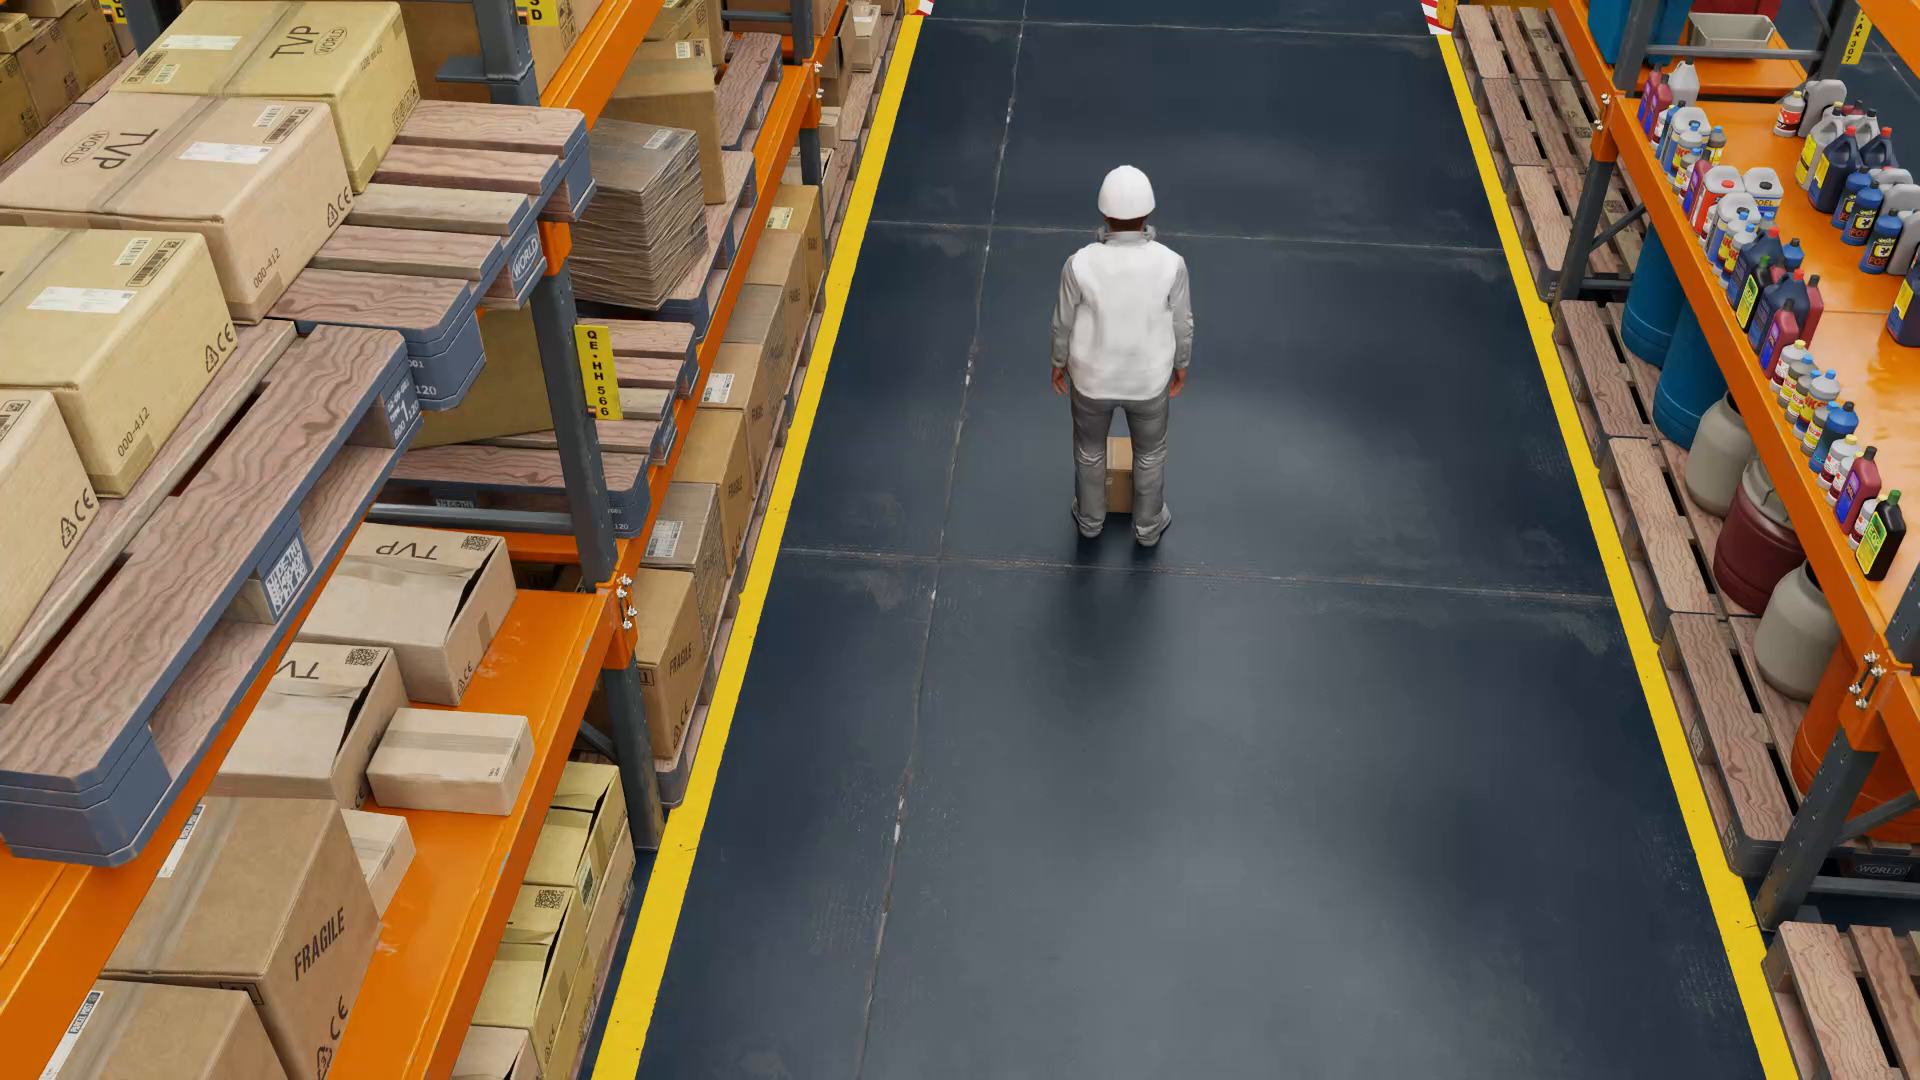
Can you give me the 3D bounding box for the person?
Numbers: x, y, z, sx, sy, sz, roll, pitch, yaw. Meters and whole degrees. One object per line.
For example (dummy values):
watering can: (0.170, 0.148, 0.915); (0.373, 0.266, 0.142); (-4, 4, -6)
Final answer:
person: (0.672, -0.725, 7.005); (0.589, 1.772, 0.464); (2, 40, 3)
